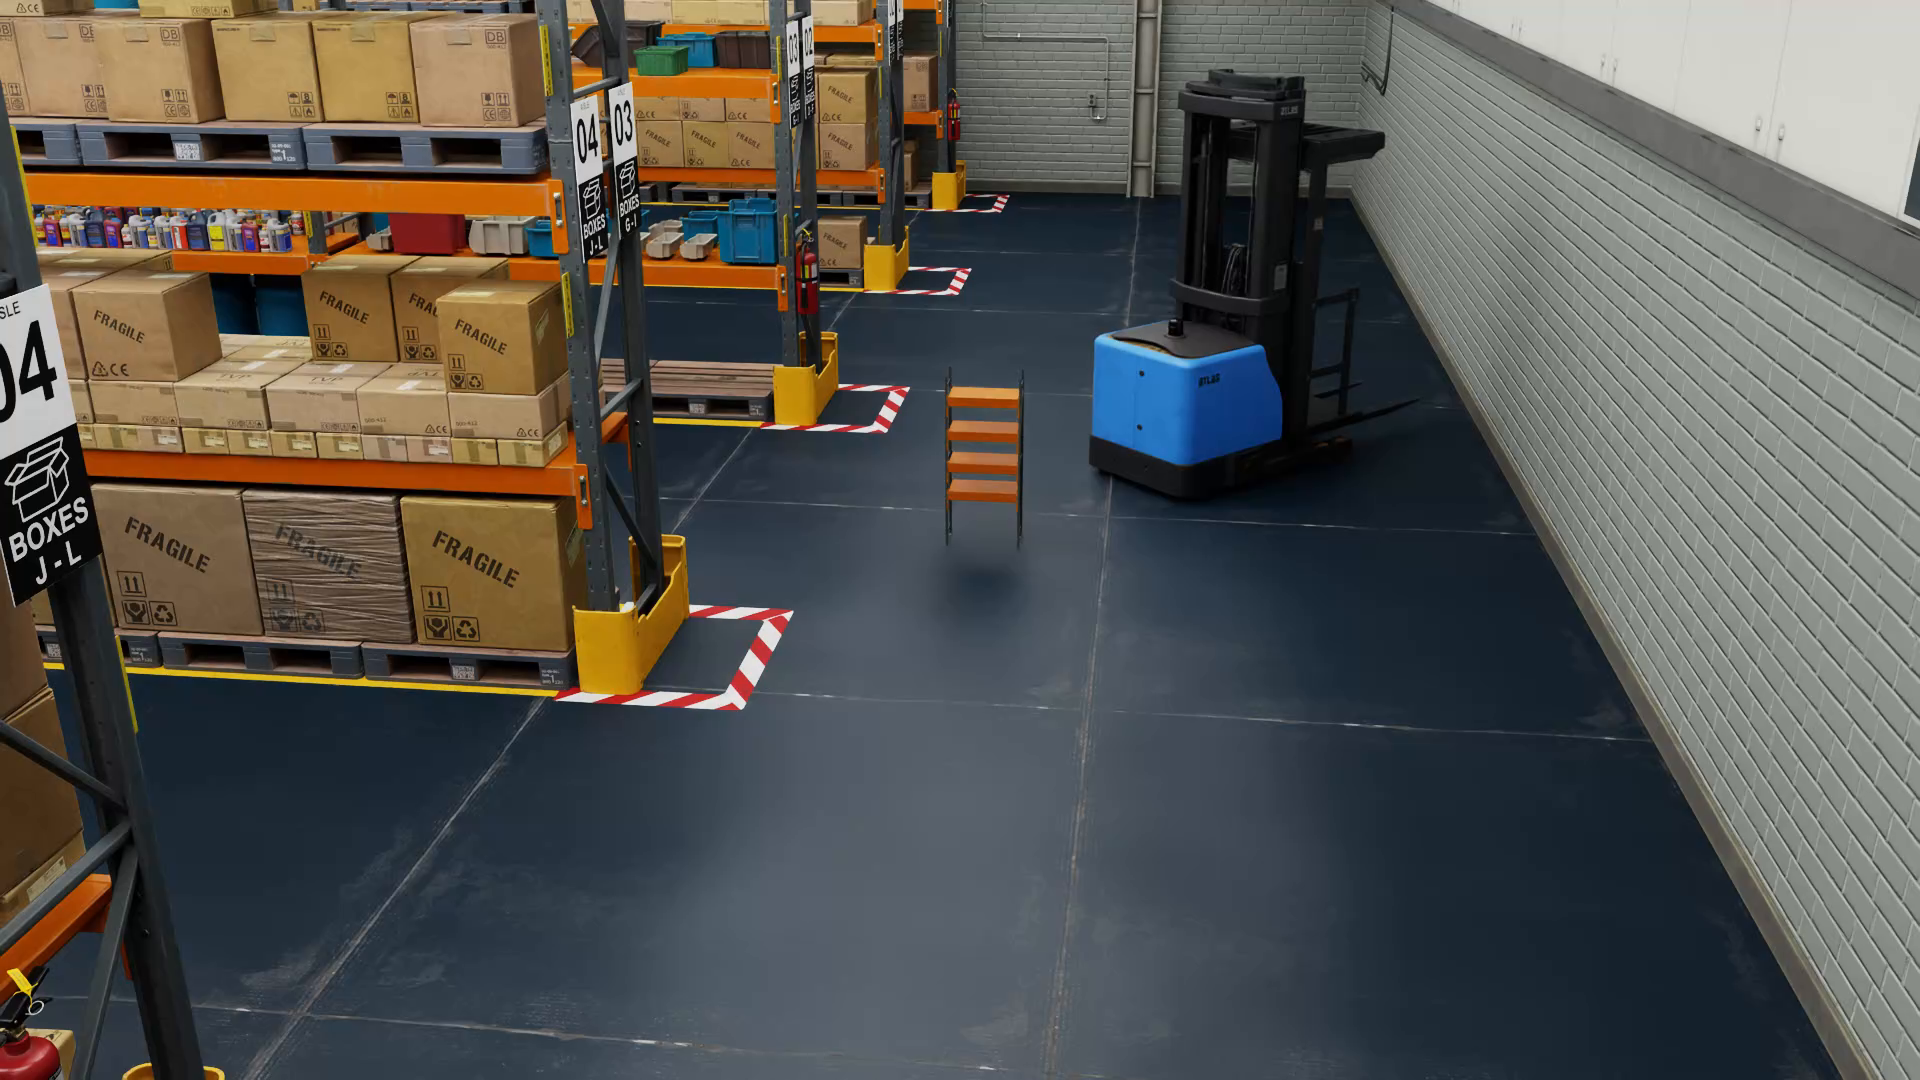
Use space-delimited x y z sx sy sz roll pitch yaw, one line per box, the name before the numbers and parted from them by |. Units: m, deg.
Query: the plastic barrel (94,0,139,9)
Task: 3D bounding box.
plastic barrel | -7.027 -4.572 13.592 0.708 0.901 0.600 2 22 6

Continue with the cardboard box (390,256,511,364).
cardboard box | -2.866 -1.308 9.447 0.500 0.500 0.500 2 22 5

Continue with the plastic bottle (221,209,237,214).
plastic bottle | -6.510 -2.887 14.820 0.133 0.283 0.061 2 22 6

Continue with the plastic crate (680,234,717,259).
plastic crate | -2.173 -2.432 13.789 0.243 0.136 0.396 2 22 6

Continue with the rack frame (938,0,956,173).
rack frame | -0.176 -6.175 22.979 0.127 3.000 1.000 2 22 6

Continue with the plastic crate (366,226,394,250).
plastic crate | -4.868 -2.564 14.122 0.243 0.136 0.396 2 22 6

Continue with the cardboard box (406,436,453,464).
cardboard box | -2.825 -0.550 9.092 0.250 0.149 0.380 3 22 6

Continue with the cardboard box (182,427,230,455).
cardboard box | -4.094 -0.605 9.231 0.250 0.149 0.380 2 22 5

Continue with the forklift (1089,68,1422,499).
forklift | 2.454 -2.088 12.734 3.031 2.935 1.130 -16 27 -36

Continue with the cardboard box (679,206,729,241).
cardboard box | -2.861 -3.504 19.019 0.637 0.503 0.797 2 22 6

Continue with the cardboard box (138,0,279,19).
cardboard box | -3.929 -2.873 8.683 0.500 0.250 0.500 2 22 5

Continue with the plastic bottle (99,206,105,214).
plastic bottle | -7.699 -2.939 14.952 0.133 0.283 0.061 2 22 6

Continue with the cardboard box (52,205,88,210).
cardboard box | -10.266 -3.865 19.543 0.500 0.311 0.500 2 22 6

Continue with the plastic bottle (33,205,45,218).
plastic bottle | -8.299 -2.952 15.003 0.097 0.271 0.097 0 22 0

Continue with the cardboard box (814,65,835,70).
cardboard box | -1.684 -5.013 18.544 0.500 0.500 0.500 3 22 7

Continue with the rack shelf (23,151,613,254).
rack shelf | -3.910 -1.896 9.056 4.000 0.370 1.077 2 22 6

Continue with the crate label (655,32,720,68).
crate label | -2.220 -4.042 13.705 0.502 0.251 0.408 2 22 6

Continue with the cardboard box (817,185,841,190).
cardboard box | -1.879 -5.245 23.455 0.500 0.500 0.700 2 22 5

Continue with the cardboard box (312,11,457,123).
cardboard box | -2.992 -2.504 8.771 0.500 0.500 0.700 2 22 4

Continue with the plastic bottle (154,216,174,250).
plastic bottle | -6.740 -2.616 14.145 0.135 0.276 0.152 2 22 6

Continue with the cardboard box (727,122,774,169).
cardboard box | -2.242 -4.377 18.296 0.500 0.500 0.500 3 22 7

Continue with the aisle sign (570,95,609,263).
aisle sign | -1.888 -1.846 8.493 0.004 0.787 0.394 2 22 6

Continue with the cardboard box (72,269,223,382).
cardboard box | -4.446 -1.181 9.126 0.500 0.500 0.500 2 22 5

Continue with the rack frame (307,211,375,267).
rack frame | -5.314 -2.731 14.268 0.127 3.000 1.000 2 22 6

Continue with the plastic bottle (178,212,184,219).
plastic bottle | -6.874 -2.801 14.716 0.097 0.201 0.097 0 22 0

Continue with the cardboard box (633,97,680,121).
cardboard box | -3.269 -4.883 18.215 0.500 0.500 0.500 2 22 5

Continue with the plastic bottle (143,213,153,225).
plastic bottle | -6.974 -2.670 14.288 0.097 0.271 0.097 0 22 0

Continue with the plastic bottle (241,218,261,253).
plastic bottle | -5.978 -2.569 14.017 0.133 0.283 0.061 2 22 6

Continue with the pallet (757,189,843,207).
pallet | -2.187 -4.938 23.643 1.213 0.211 1.003 2 22 6

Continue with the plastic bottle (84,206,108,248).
plastic bottle | -7.359 -2.676 14.196 0.185 0.351 0.144 2 22 6

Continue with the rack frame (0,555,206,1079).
rack frame | -2.608 1.057 4.686 0.127 3.000 1.000 2 22 6

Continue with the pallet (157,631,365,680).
pallet | -3.936 0.488 9.920 1.213 0.211 1.003 2 22 6

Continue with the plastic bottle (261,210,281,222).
plastic bottle | -6.092 -2.848 14.733 0.135 0.276 0.152 2 22 6

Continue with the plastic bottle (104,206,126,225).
plastic bottle | -7.546 -2.948 14.883 0.185 0.351 0.144 2 22 6

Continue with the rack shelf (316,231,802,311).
rack shelf | -3.328 -2.310 14.181 4.000 0.370 1.077 2 22 6

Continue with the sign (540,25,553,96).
sign | -2.002 -2.322 8.057 0.005 0.325 0.100 2 22 6

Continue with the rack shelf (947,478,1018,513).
rack shelf | 0.164 -0.304 11.299 0.480 0.148 0.258 2 22 6

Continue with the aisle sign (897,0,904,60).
aisle sign | -0.652 -5.679 18.190 0.004 0.787 0.394 2 22 6

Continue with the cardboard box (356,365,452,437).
cardboard box | -2.940 -0.764 9.093 0.500 0.250 0.500 2 22 5

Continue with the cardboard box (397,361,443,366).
cardboard box | -2.886 -0.958 9.581 0.500 0.250 0.500 2 22 6

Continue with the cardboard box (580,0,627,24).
cardboard box | -3.777 -5.730 17.978 0.500 0.250 0.500 2 22 6

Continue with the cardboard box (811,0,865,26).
cardboard box | -1.296 -5.617 17.693 0.500 0.250 0.500 2 22 6

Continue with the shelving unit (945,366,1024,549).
shelving unit | 0.164 -0.551 11.201 0.503 1.200 0.258 2 22 6

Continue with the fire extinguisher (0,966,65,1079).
fire extinguisher | -2.413 1.446 4.315 0.183 0.674 0.296 2 22 6

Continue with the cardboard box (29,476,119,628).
cardboard box | -5.251 -0.072 9.861 0.875 0.875 0.875 2 22 6

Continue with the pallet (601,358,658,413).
pallet | -3.364 -1.365 14.605 1.213 0.211 1.003 2 22 6

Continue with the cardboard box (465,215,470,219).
cardboard box | -5.741 -3.523 19.072 0.500 0.500 0.500 3 22 6

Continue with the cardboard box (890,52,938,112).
cardboard box | -0.683 -6.333 22.970 0.700 0.700 0.980 3 22 9

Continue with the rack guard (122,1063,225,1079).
rack guard | -2.684 2.216 5.154 0.348 0.500 1.175 2 22 6

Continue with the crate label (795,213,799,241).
crate label | -1.548 -2.639 14.181 0.303 0.233 0.416 2 22 6

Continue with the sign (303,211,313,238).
sign | -5.380 -2.659 13.709 0.005 0.325 0.100 2 22 6
